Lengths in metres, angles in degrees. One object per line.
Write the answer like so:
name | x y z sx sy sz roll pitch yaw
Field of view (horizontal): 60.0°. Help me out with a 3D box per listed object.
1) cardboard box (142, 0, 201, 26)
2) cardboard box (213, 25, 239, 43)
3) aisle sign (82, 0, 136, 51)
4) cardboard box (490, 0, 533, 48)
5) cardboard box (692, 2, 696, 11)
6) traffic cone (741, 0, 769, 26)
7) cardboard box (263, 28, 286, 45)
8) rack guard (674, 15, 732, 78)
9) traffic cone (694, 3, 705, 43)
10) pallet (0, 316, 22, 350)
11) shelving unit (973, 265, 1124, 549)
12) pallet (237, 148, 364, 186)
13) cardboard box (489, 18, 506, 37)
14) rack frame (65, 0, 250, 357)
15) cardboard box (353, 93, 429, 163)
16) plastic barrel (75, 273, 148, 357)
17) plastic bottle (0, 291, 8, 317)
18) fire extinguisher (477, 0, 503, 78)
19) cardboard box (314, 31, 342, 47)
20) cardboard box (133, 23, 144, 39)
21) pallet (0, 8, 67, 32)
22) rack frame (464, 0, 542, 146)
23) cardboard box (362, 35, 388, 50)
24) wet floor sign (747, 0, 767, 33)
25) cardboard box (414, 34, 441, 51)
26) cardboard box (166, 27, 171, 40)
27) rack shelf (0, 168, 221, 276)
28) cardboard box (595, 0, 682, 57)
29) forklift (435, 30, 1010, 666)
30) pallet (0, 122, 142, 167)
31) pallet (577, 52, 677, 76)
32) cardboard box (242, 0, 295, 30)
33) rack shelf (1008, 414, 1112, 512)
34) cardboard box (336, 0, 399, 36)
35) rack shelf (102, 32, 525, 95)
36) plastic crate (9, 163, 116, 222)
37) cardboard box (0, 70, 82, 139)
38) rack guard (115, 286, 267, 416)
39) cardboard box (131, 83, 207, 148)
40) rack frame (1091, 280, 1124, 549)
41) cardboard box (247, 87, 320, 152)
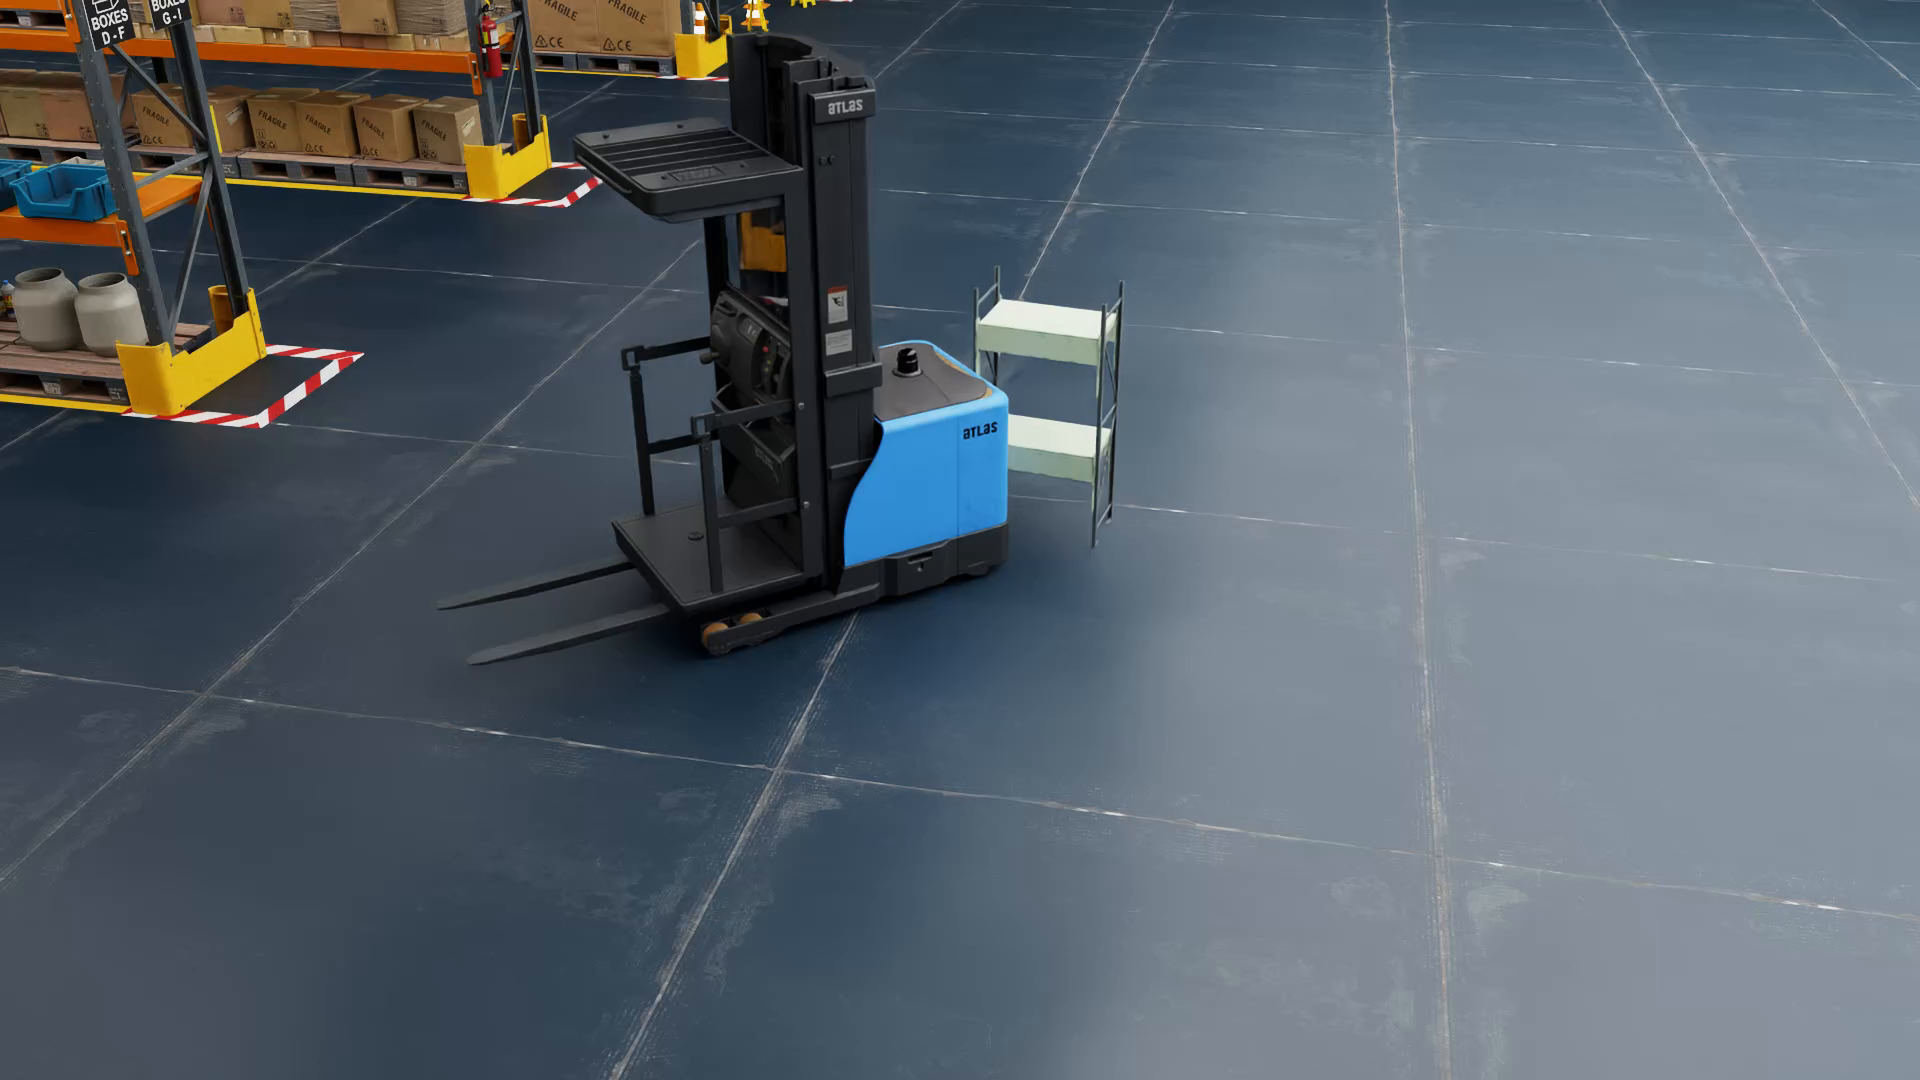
cardboard box | -7.263 -5.216 15.741 0.500 0.500 0.875 6 29 11
cardboard box | -6.796 -4.796 15.648 0.250 0.149 0.380 6 29 11
aisle sign | -5.286 -3.449 10.220 0.004 0.787 0.394 6 29 11
cardboard box | -5.554 -6.570 20.402 0.875 0.875 0.875 6 29 11
cardboard box | -3.893 -7.368 23.053 0.250 0.149 0.380 23 36 36
traffic cone | -2.779 -7.205 22.429 0.334 0.463 0.336 6 29 11
cardboard box | -6.300 -4.762 15.586 0.250 0.149 0.380 6 29 11
rack guard | -3.101 -6.002 20.193 0.348 0.500 1.175 6 29 11
traffic cone | -3.348 -6.708 21.521 0.334 0.463 0.336 6 29 11
pallet | -7.361 -1.425 12.134 1.213 0.211 1.003 6 29 11
shelving unit | 0.495 -0.759 9.574 0.755 1.500 0.431 10 30 17
pallet | -6.310 -3.788 16.449 1.213 0.211 1.003 6 29 11
cardboard box | -4.488 -4.812 15.678 0.250 0.149 0.380 6 29 11
rack frame | -5.294 -2.456 11.112 0.127 3.000 1.000 6 29 11
cardboard box | -5.459 -3.984 16.069 0.500 0.500 0.500 14 32 24
plastic barrel | -5.953 -1.579 11.664 0.421 0.512 0.421 0 29 0
plastic bottle | -7.103 -1.760 12.297 0.097 0.201 0.097 0 29 0
fire extinguisher | -4.244 -4.520 14.963 0.183 0.674 0.296 6 29 11
cardboard box | -5.807 -4.721 15.511 0.250 0.149 0.380 6 29 11
cardboard box | -7.782 -4.879 15.799 0.250 0.149 0.380 6 29 11
pallet | -8.888 -5.244 16.404 1.213 0.211 1.003 6 29 11
rack frame | -4.260 -4.782 15.361 0.127 3.000 1.000 6 29 11
cardboard box | -5.322 -4.662 15.403 0.250 0.149 0.380 6 29 11
wet floor sign | -2.683 -6.995 21.855 0.232 0.644 0.267 1 29 2
cardboard box | -4.826 -4.629 15.342 0.250 0.149 0.380 6 29 11
cardboard box | -7.285 -4.846 15.740 0.250 0.149 0.380 6 29 11
rack shelf | -7.250 -2.341 11.651 4.000 0.370 1.077 6 29 11
cardboard box | -3.802 -6.390 20.074 0.875 0.875 0.875 6 29 11
forklift | -1.258 -0.975 8.480 3.031 2.935 1.130 -15 32 -26
pallet | -8.933 -4.037 16.904 1.213 0.211 1.003 6 29 11
pallet | -3.923 -5.921 20.346 1.213 0.211 1.003 6 29 11
cardboard box | -6.272 -5.144 15.608 0.500 0.500 0.875 6 29 11
rack shelf | 0.495 -0.473 9.731 0.720 0.370 0.431 10 30 17
cardboard box | -5.306 -5.018 15.378 0.500 0.500 0.875 6 29 11
rack shelf | -6.215 -4.667 15.900 4.000 0.370 1.077 6 29 11
plastic crate | -5.846 -2.300 10.983 0.616 0.251 0.499 6 29 11
cardboard box | -9.230 -4.408 16.822 0.500 0.500 0.700 6 29 10
rack guard | -5.378 -1.345 11.686 0.348 0.500 1.175 6 29 11
cardboard box | -7.789 -4.212 16.485 0.500 0.500 0.500 5 29 9
rack frame | 0.840 -0.700 9.466 0.023 1.500 0.400 10 30 17
cardboard box | -6.603 -4.132 16.340 0.500 0.500 0.500 3 29 6
